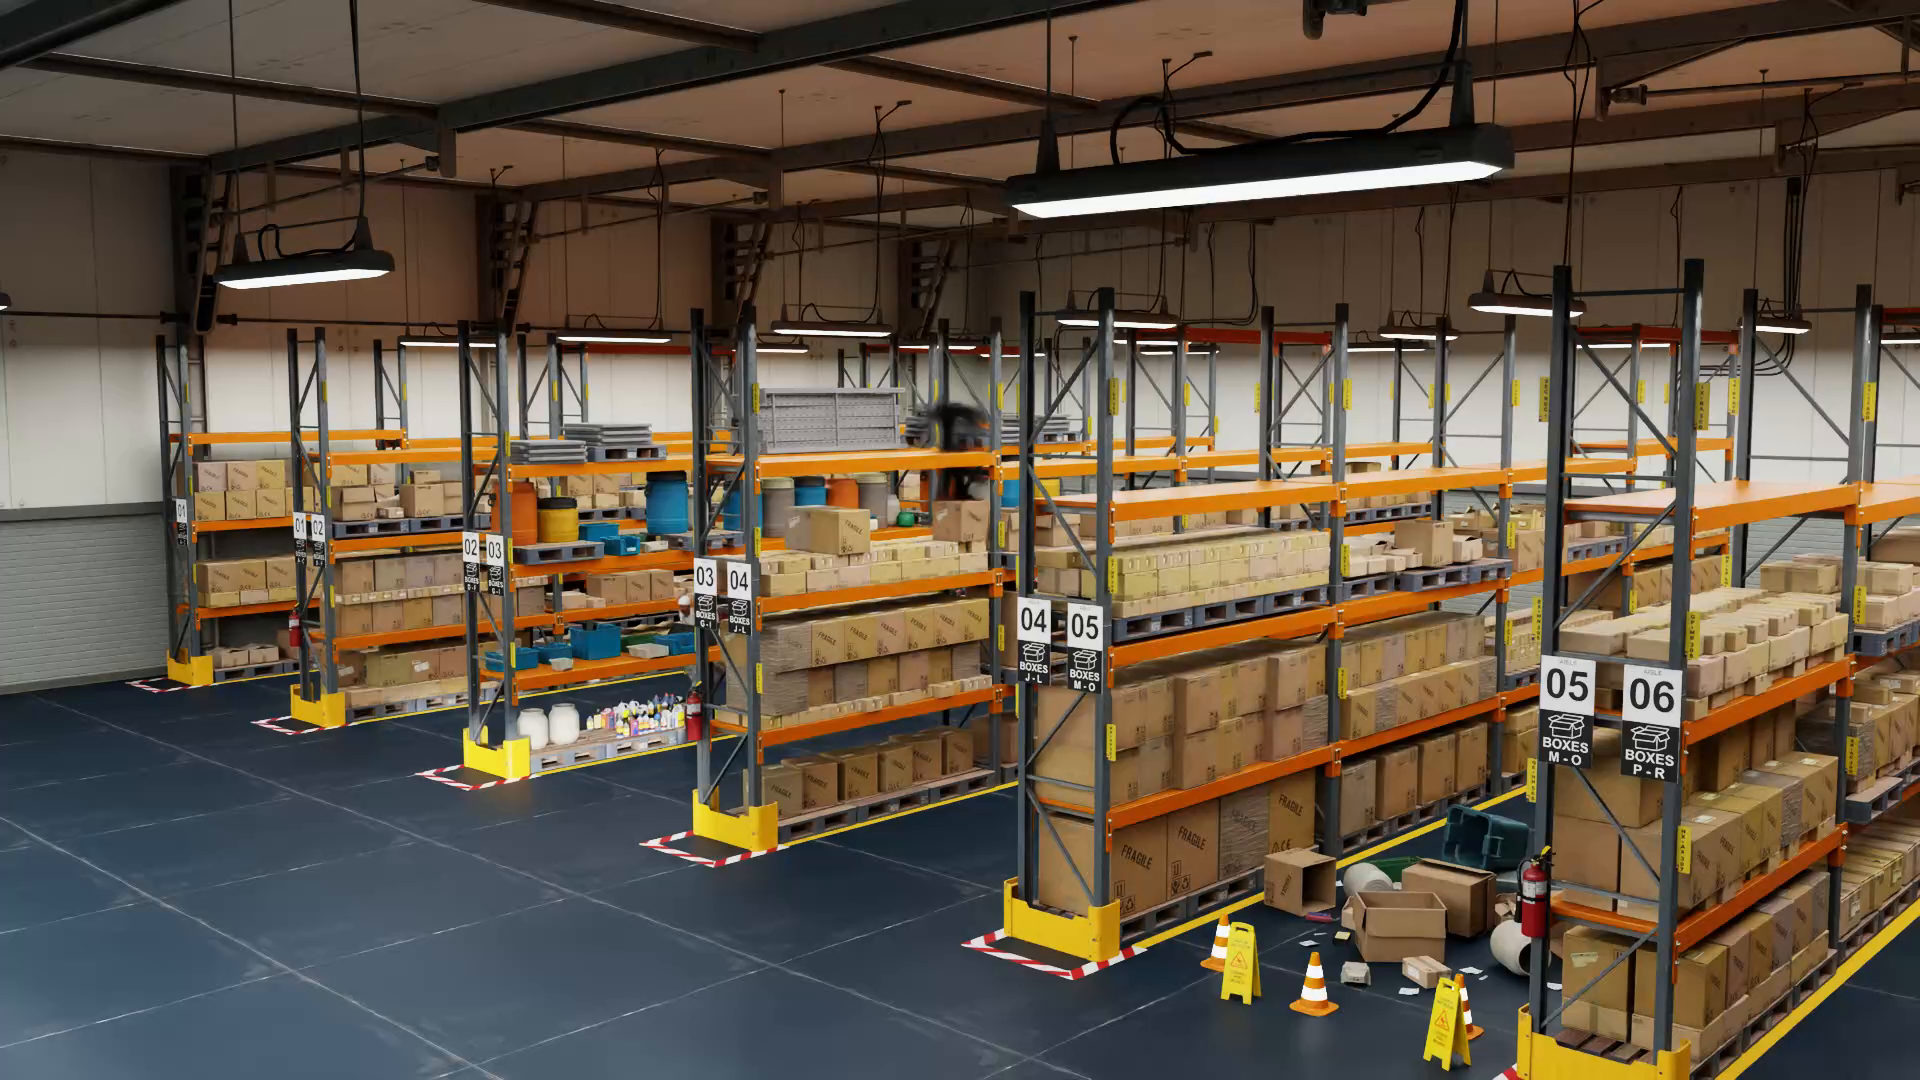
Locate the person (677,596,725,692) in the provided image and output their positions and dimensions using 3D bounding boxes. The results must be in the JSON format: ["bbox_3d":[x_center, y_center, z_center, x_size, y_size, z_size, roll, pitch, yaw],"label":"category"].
[{"bbox_3d":[-4.374,1.727,28.161,0.655,1.656,1.062,4,7,40],"label":"person"}]
